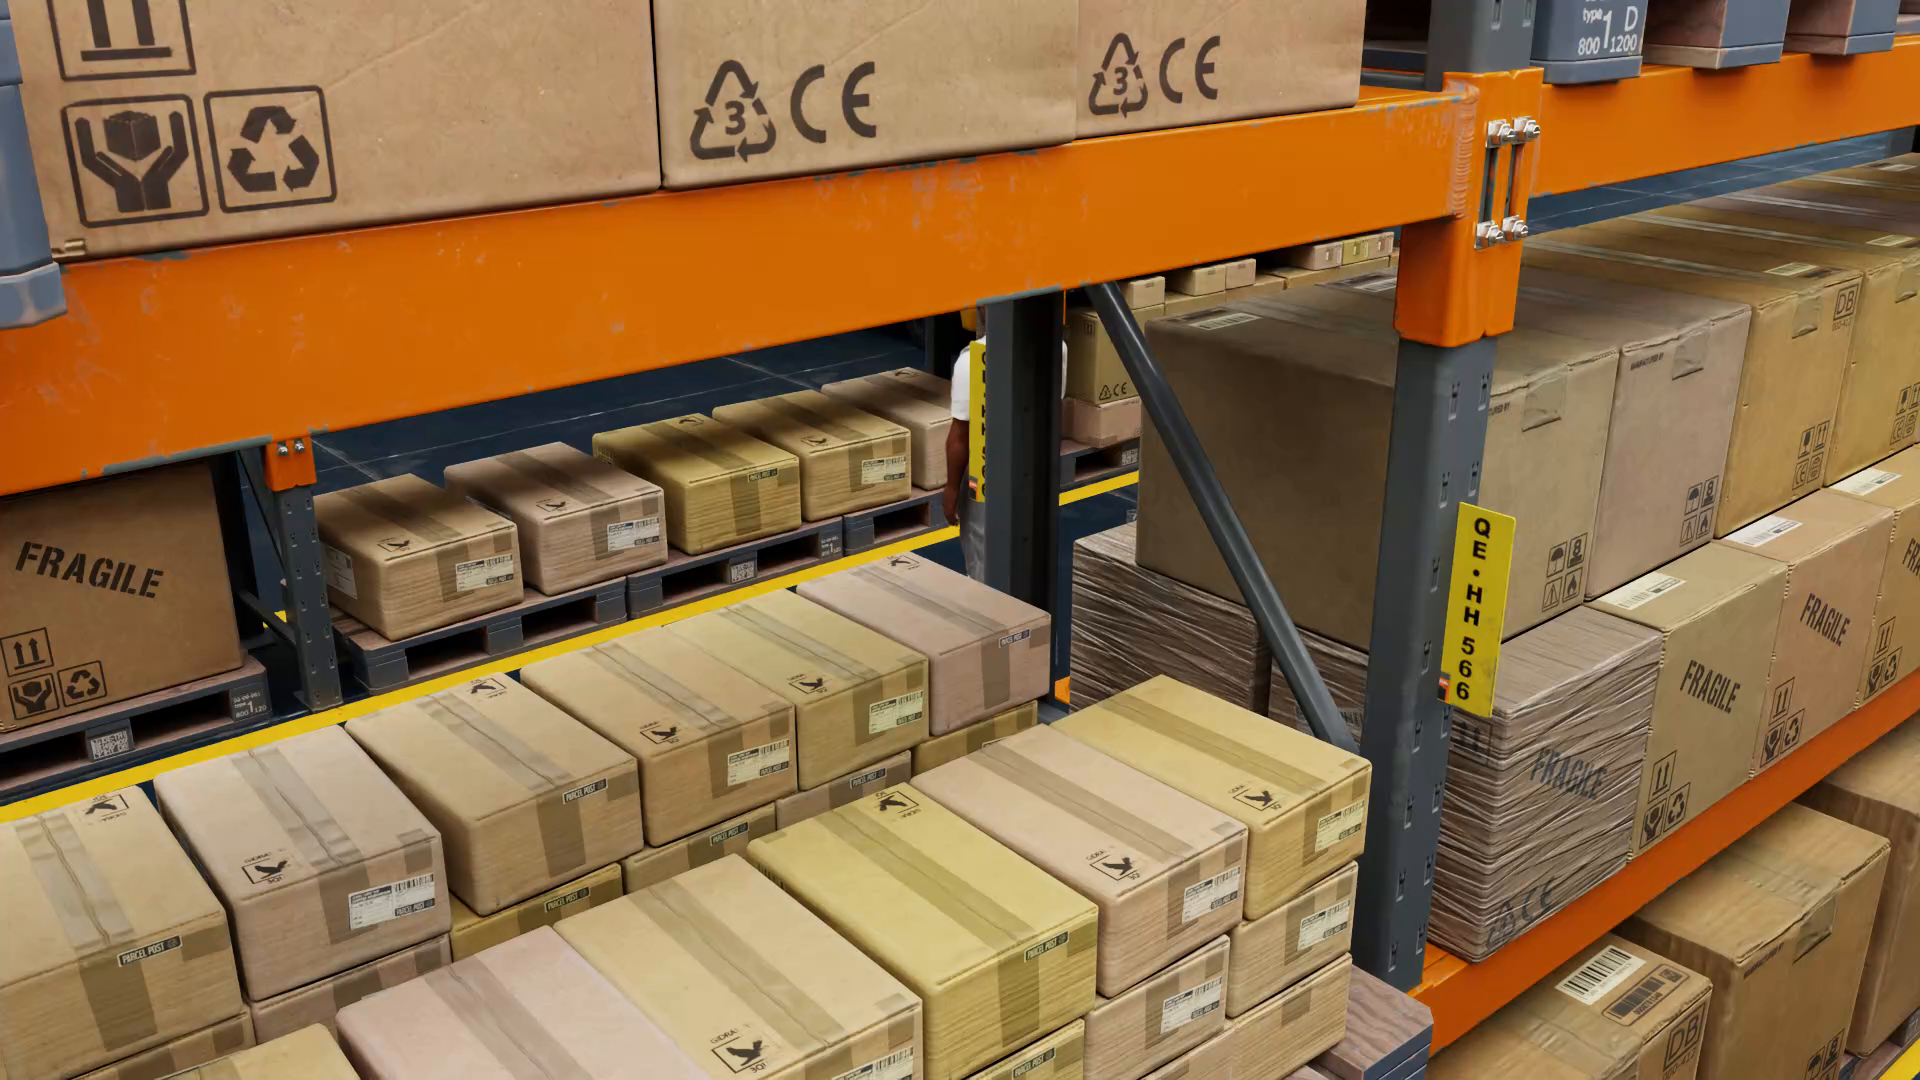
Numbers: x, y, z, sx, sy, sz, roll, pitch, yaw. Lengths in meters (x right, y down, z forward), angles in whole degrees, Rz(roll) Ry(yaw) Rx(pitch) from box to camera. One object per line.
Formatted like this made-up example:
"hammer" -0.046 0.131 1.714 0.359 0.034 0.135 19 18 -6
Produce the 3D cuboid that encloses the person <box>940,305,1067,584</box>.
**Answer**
"person" 0.162 -0.255 6.739 0.565 1.779 0.354 -17 26 -37
